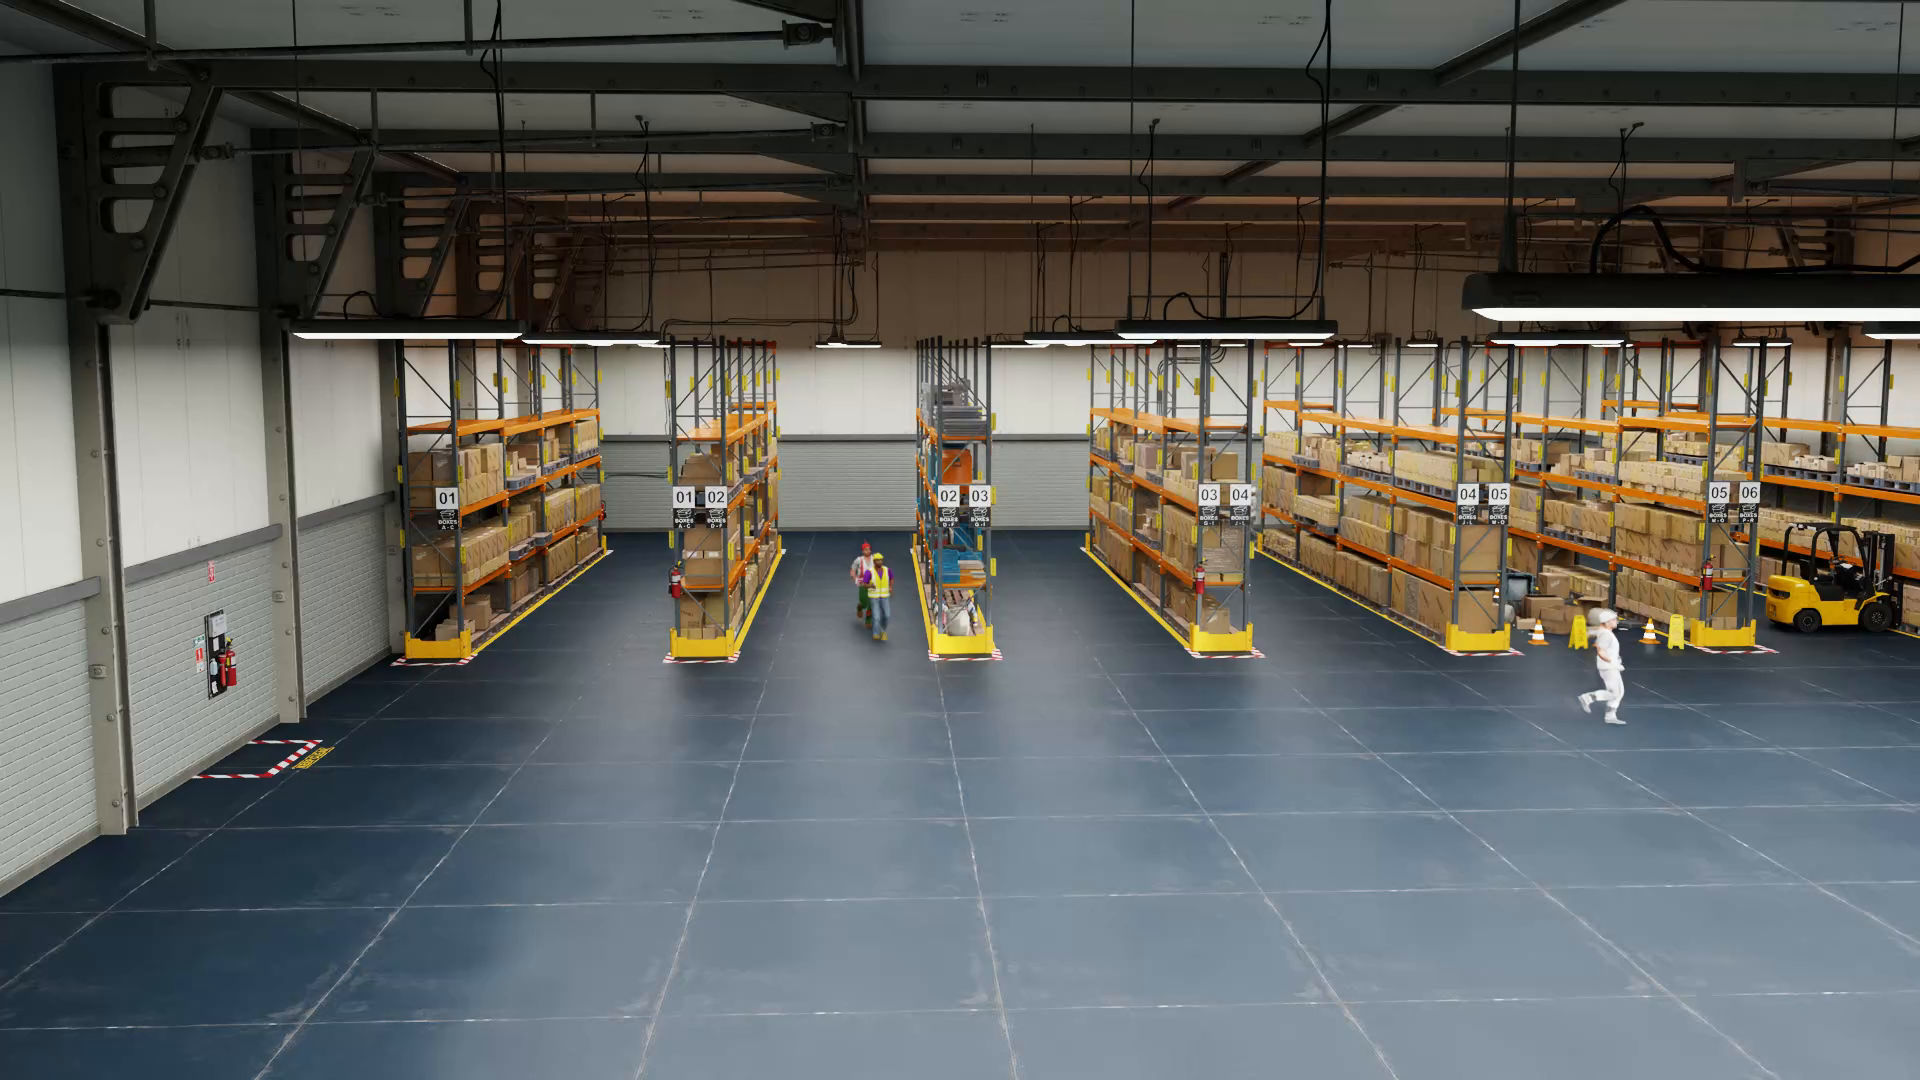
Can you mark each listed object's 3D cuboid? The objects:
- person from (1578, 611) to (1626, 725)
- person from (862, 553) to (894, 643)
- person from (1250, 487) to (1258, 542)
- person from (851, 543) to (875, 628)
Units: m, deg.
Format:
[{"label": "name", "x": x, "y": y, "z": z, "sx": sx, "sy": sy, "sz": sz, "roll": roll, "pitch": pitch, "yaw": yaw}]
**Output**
[{"label": "person", "x": 9.908, "y": 1.960, "z": 25.582, "sx": 0.704, "sy": 1.749, "sz": 0.656, "roll": 3, "pitch": 7, "yaw": 22}, {"label": "person", "x": -1.571, "y": 1.148, "z": 32.682, "sx": 0.677, "sy": 1.772, "sz": 0.649, "roll": -2, "pitch": 7, "yaw": -15}, {"label": "person", "x": 8.524, "y": -0.717, "z": 49.093, "sx": 0.809, "sy": 1.733, "sz": 0.772, "roll": -1, "pitch": 7, "yaw": -6}, {"label": "person", "x": -1.937, "y": 0.935, "z": 34.593, "sx": 0.656, "sy": 1.749, "sz": 0.704, "roll": -2, "pitch": 7, "yaw": -19}]
